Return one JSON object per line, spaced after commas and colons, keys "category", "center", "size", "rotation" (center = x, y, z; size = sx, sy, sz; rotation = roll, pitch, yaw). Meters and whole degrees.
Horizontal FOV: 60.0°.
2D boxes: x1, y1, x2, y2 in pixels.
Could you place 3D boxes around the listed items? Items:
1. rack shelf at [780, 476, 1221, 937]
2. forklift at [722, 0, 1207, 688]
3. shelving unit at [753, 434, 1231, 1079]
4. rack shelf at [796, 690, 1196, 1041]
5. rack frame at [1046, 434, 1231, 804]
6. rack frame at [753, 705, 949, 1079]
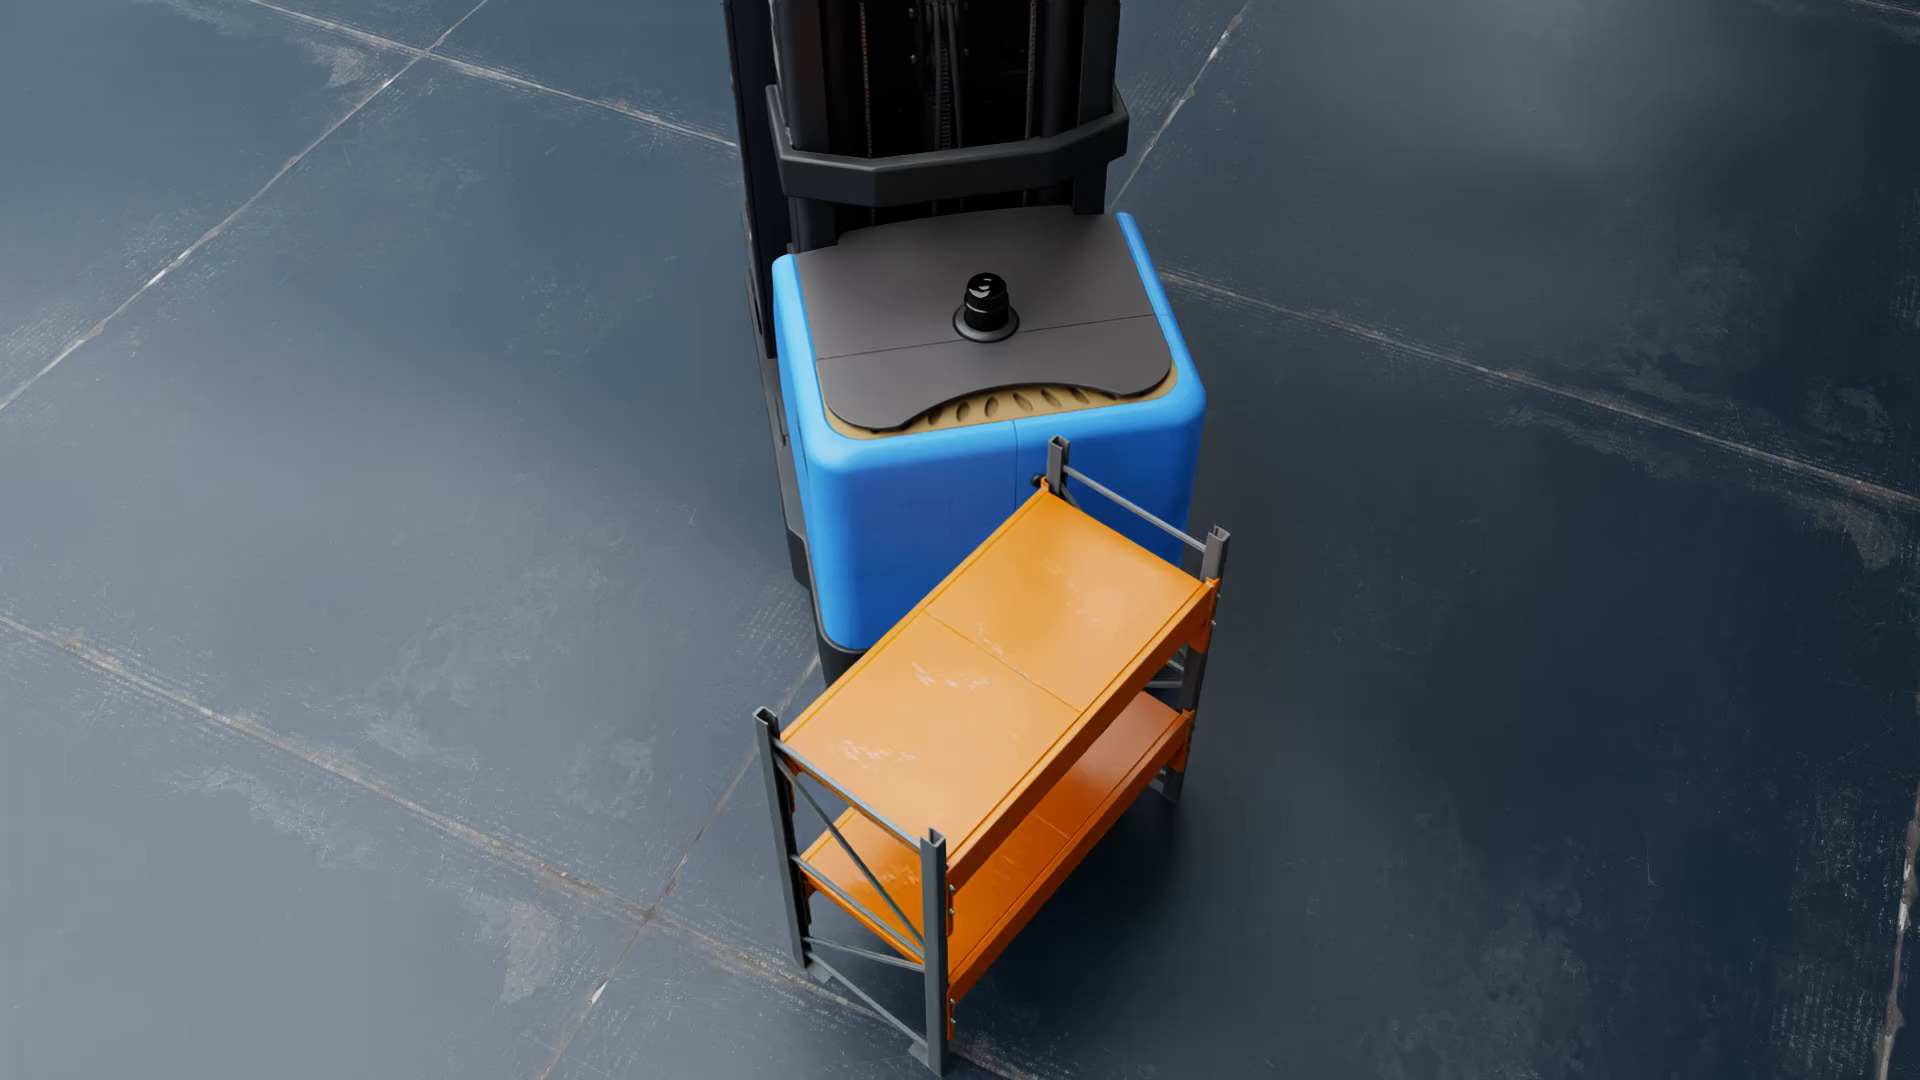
{"category": "rack shelf", "center": [0.092, 0.349, 3.830], "size": [0.538, 0.278, 1.000], "rotation": [32, 57, 24]}
{"category": "forklift", "center": [-0.147, -1.631, 4.713], "size": [1.130, 2.935, 3.031], "rotation": [-8, 50, -7]}
{"category": "shelving unit", "center": [0.092, 0.539, 4.053], "size": [0.538, 1.125, 1.048], "rotation": [32, 57, 24]}
{"category": "rack shelf", "center": [0.092, 0.698, 4.239], "size": [0.538, 0.278, 1.000], "rotation": [32, 57, 24]}
{"category": "rack frame", "center": [0.414, 0.239, 4.308], "size": [0.500, 1.125, 0.032], "rotation": [32, 57, 24]}
{"category": "rack frame", "center": [-0.230, 0.839, 3.798], "size": [0.500, 1.125, 0.032], "rotation": [32, 57, 24]}
